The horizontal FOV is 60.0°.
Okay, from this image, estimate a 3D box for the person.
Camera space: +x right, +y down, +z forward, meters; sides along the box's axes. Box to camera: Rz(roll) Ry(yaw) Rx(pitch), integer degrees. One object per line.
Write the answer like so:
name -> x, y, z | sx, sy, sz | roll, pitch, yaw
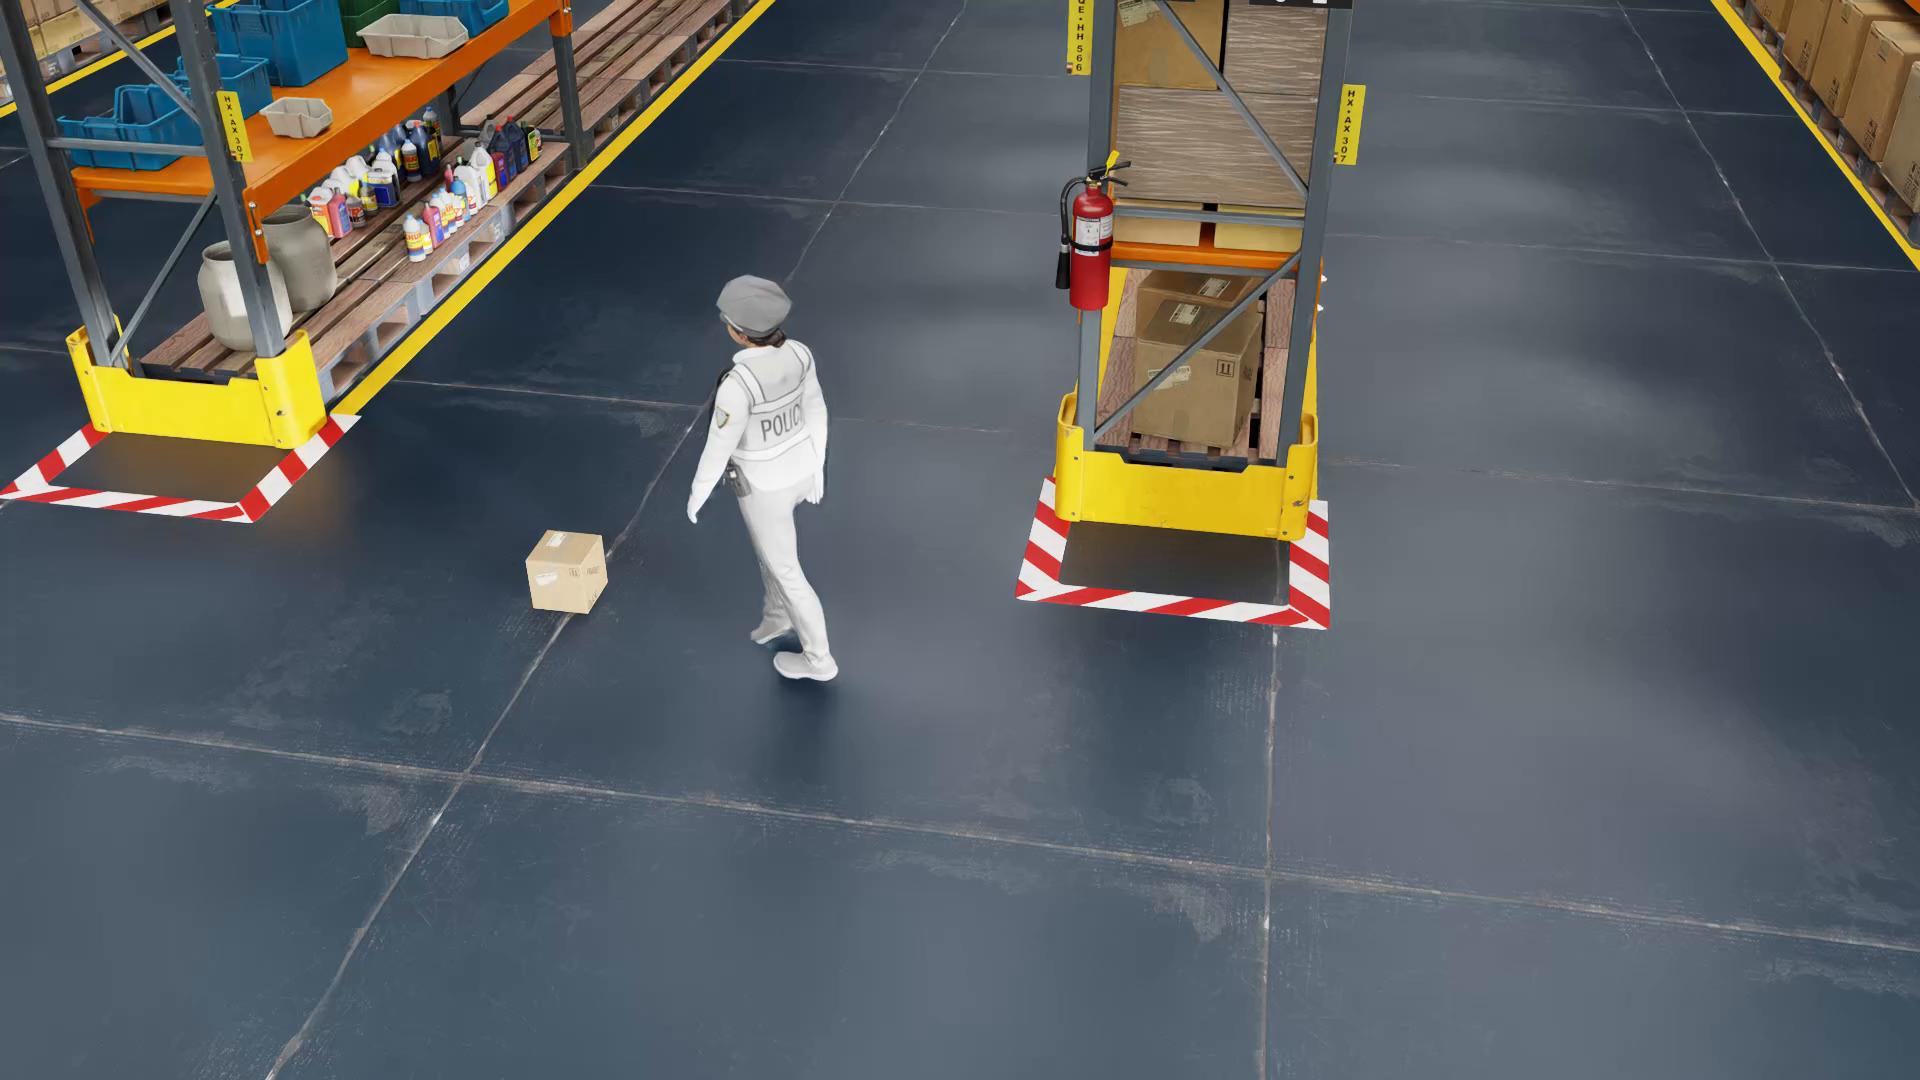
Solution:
person -> -0.722, -0.180, 6.424 | 0.552, 1.758, 0.515 | 18, 37, 26
